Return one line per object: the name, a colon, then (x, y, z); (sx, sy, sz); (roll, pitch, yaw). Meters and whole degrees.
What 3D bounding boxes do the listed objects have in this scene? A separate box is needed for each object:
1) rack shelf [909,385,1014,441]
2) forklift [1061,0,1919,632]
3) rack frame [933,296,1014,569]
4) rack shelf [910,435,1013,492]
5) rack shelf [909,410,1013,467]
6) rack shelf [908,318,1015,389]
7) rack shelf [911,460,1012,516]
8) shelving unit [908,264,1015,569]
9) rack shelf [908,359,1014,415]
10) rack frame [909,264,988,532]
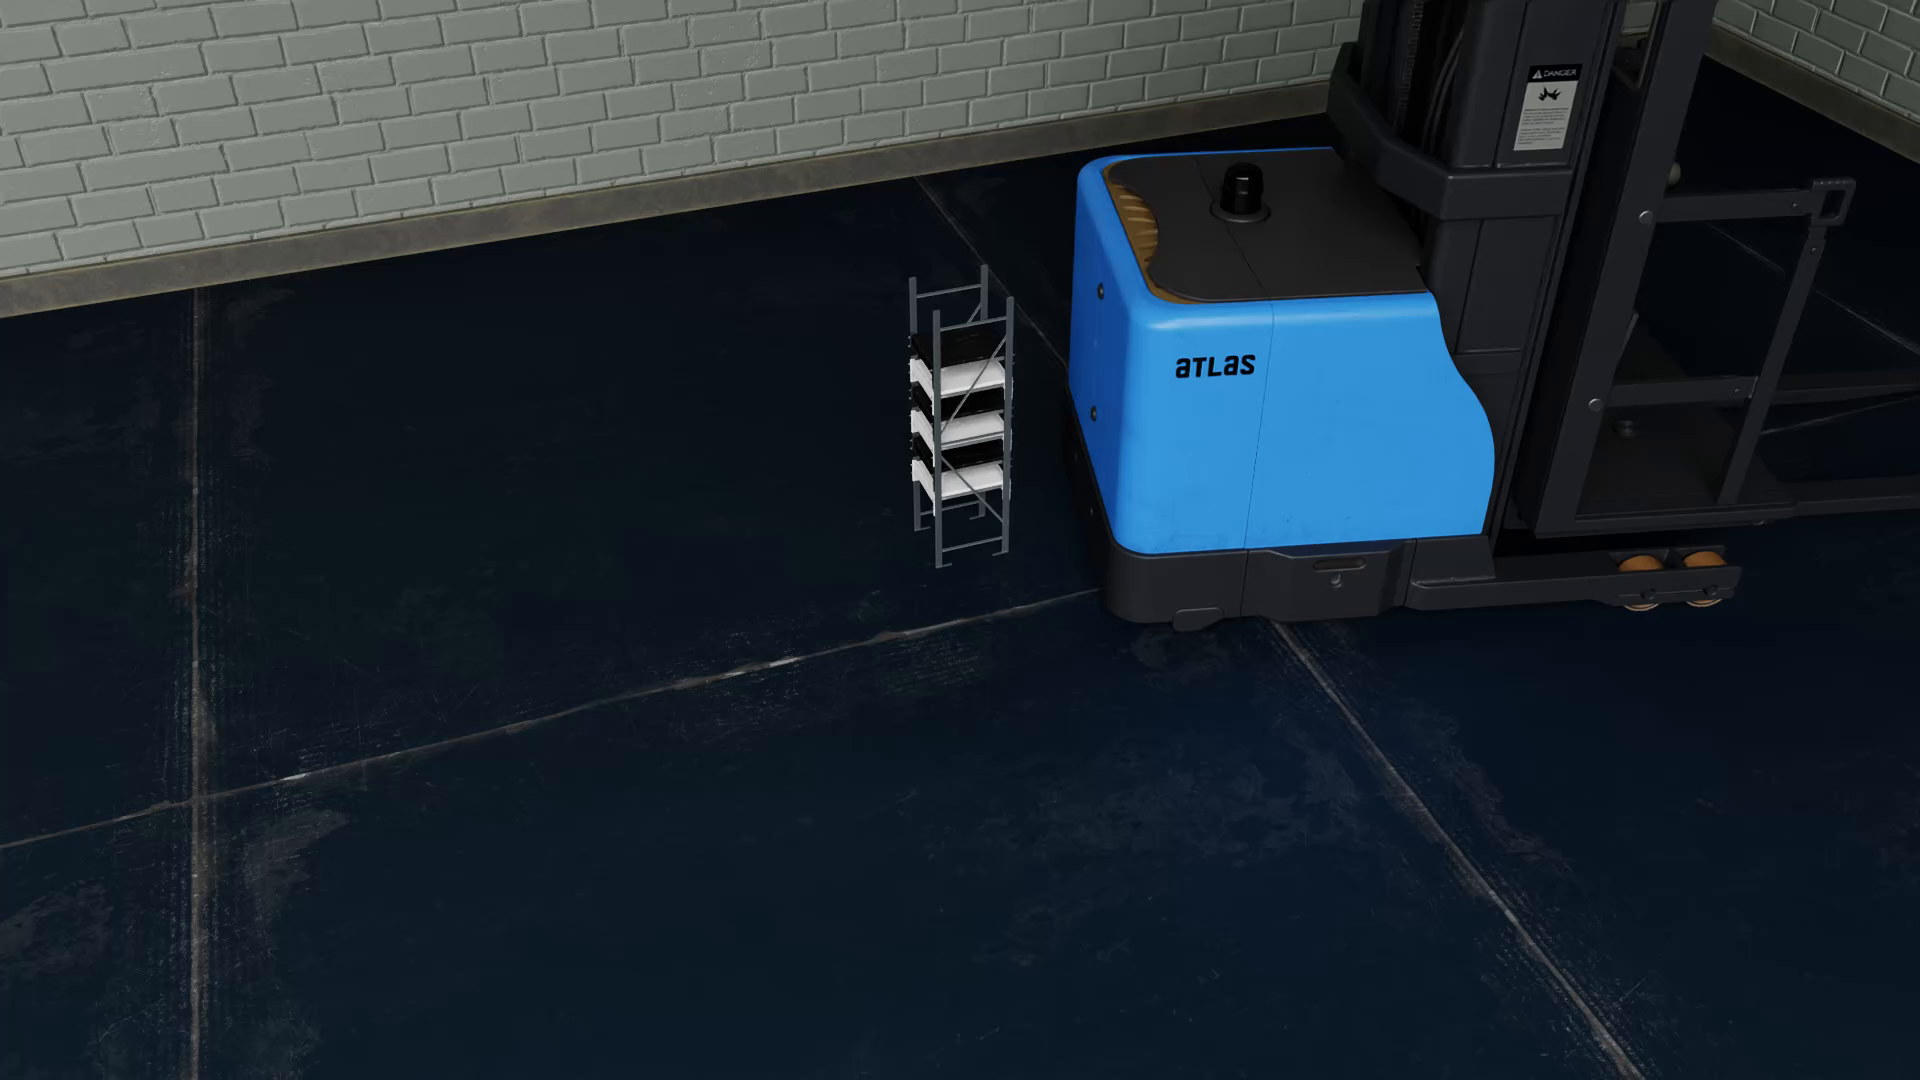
rack shelf: (0.003, -0.400, 4.939); (0.258, 0.077, 0.200); (-12, 39, -16)
forklift: (1.890, -1.273, 4.504); (3.031, 2.935, 1.130); (-4, 37, -5)
rack frame: (0.038, -0.297, 4.897); (0.240, 0.900, 0.006); (-12, 39, -16)
rack shelf: (0.003, -0.256, 5.047); (0.258, 0.077, 0.200); (-12, 39, -16)
rack shelf: (0.003, -0.328, 4.993); (0.258, 0.077, 0.200); (-12, 39, -16)
rack shelf: (0.003, -0.544, 4.831); (0.258, 0.077, 0.200); (-12, 39, -16)
rack shelf: (0.003, -0.184, 5.102); (0.258, 0.077, 0.200); (-12, 39, -16)
shelving unit: (0.003, -0.355, 4.973); (0.258, 0.900, 0.210); (-12, 39, -16)
rack shelf: (0.003, -0.472, 4.885); (0.258, 0.077, 0.200); (-12, 39, -16)
rack frame: (-0.032, -0.412, 5.049); (0.240, 0.900, 0.006); (-12, 39, -16)
